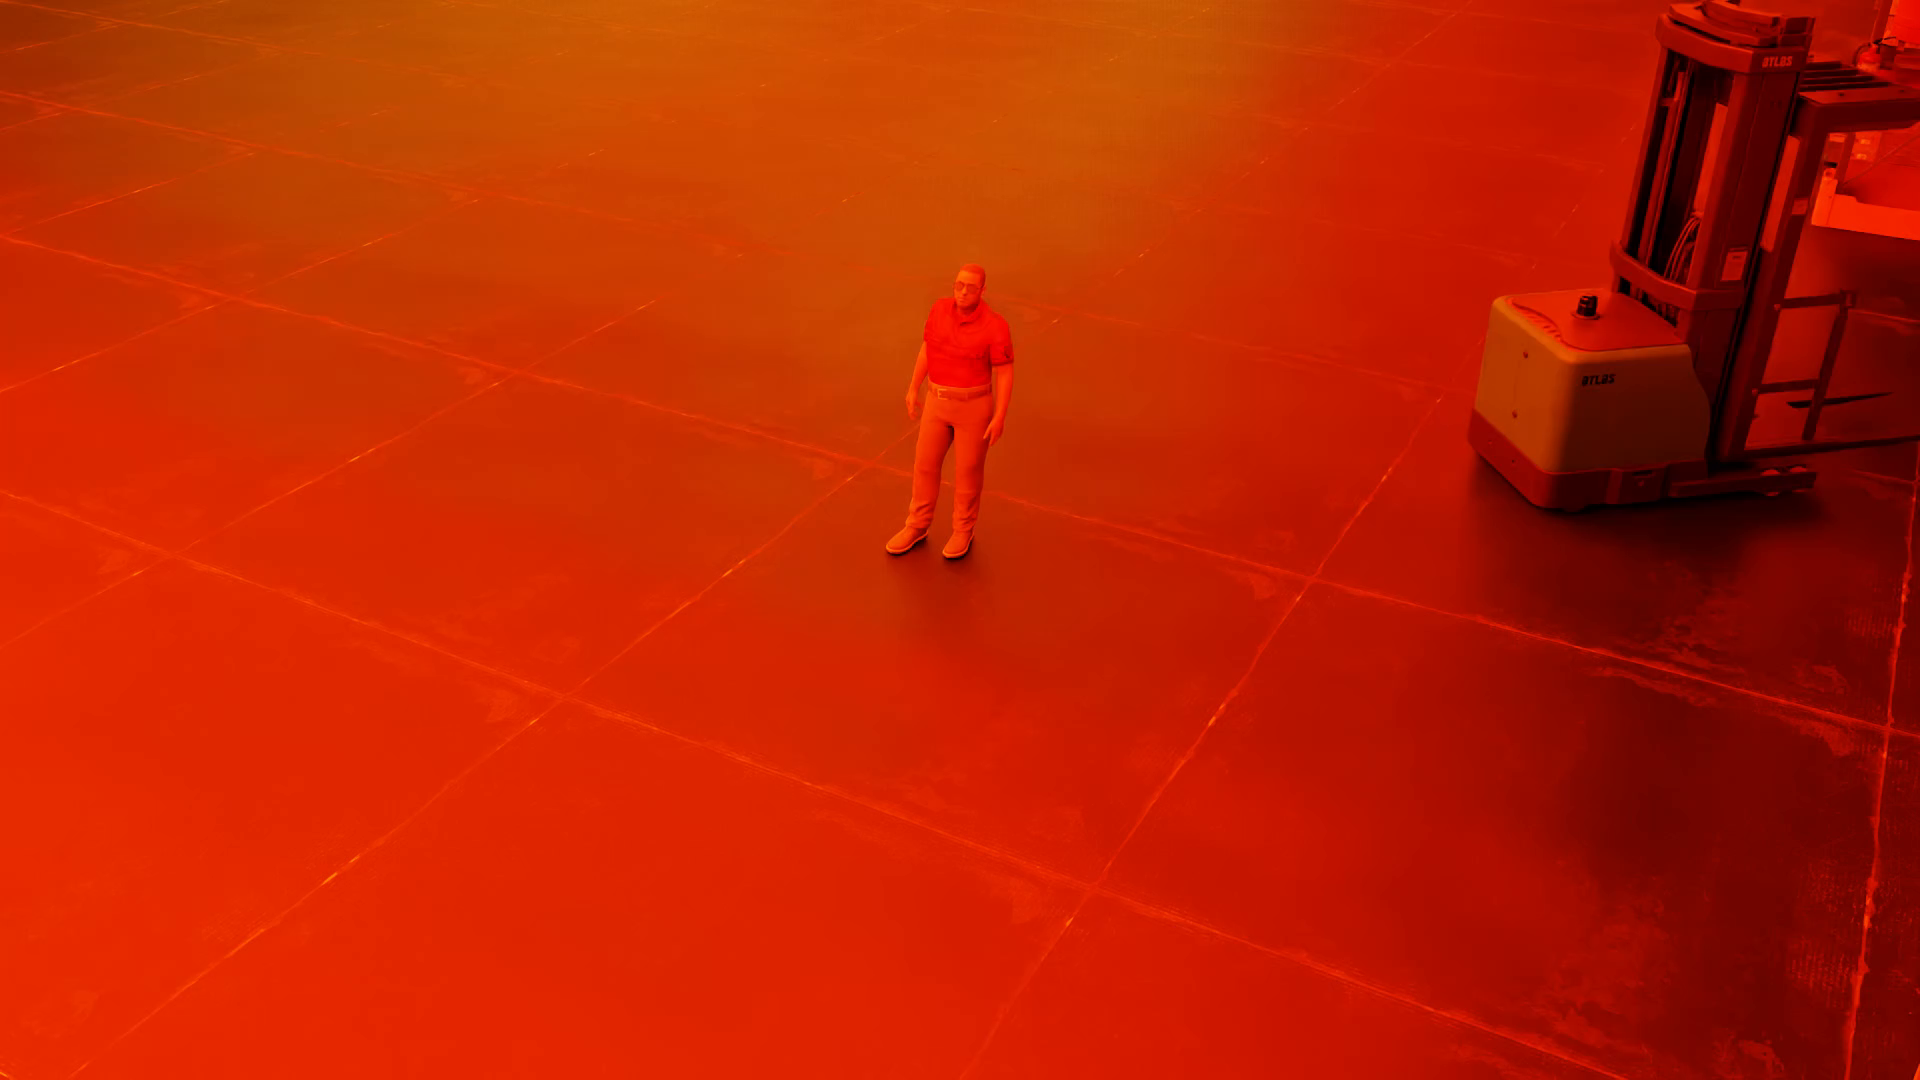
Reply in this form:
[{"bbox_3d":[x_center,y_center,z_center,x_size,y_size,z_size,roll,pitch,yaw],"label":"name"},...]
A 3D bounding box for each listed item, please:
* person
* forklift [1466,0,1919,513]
[{"bbox_3d":[-0.054,-0.719,9.504,0.640,1.727,0.551,15,33,25],"label":"person"},{"bbox_3d":[4.921,-1.798,10.186,3.031,2.935,1.130,-6,31,-10],"label":"forklift"}]
